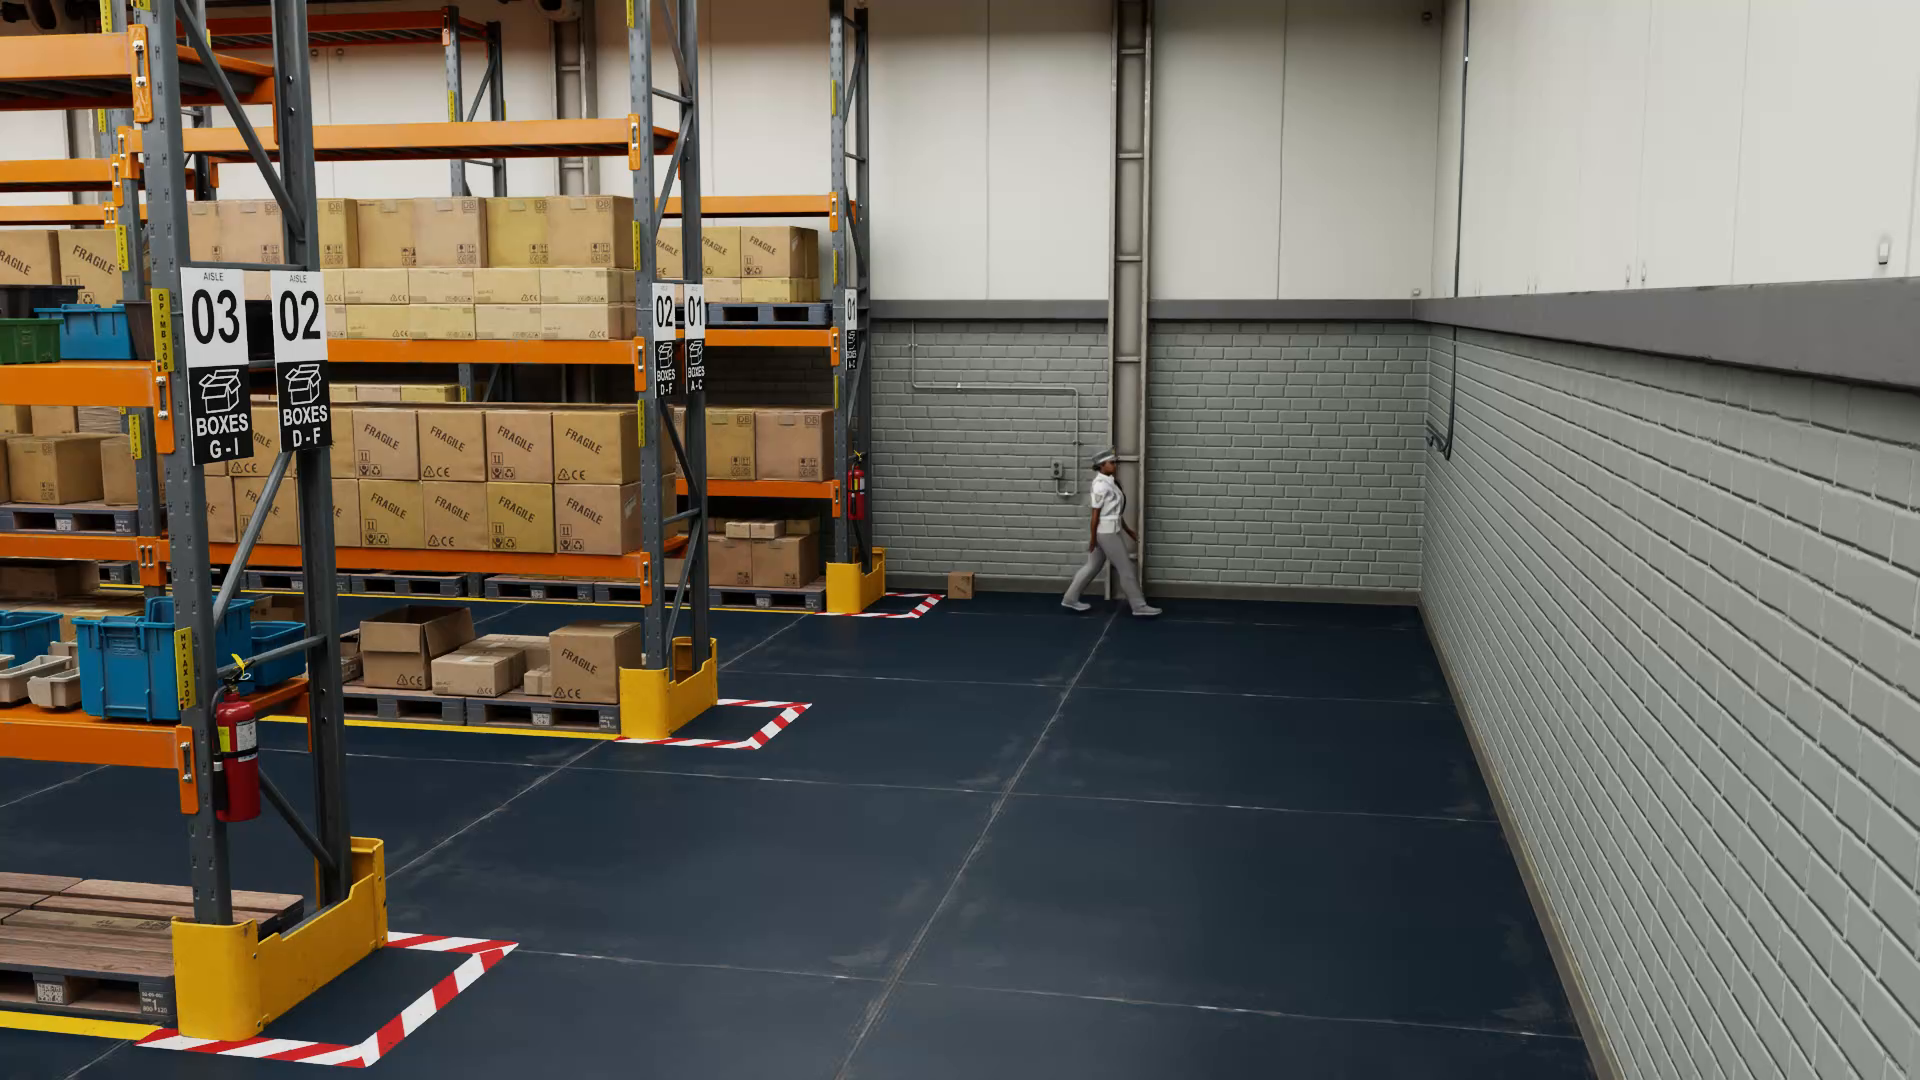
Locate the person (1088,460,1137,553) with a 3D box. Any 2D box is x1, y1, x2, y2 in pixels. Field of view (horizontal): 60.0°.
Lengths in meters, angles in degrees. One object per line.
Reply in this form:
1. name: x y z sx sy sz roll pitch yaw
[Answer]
1. person: 1.497 -0.374 16.260 0.469 0.985 0.450 1 8 8
